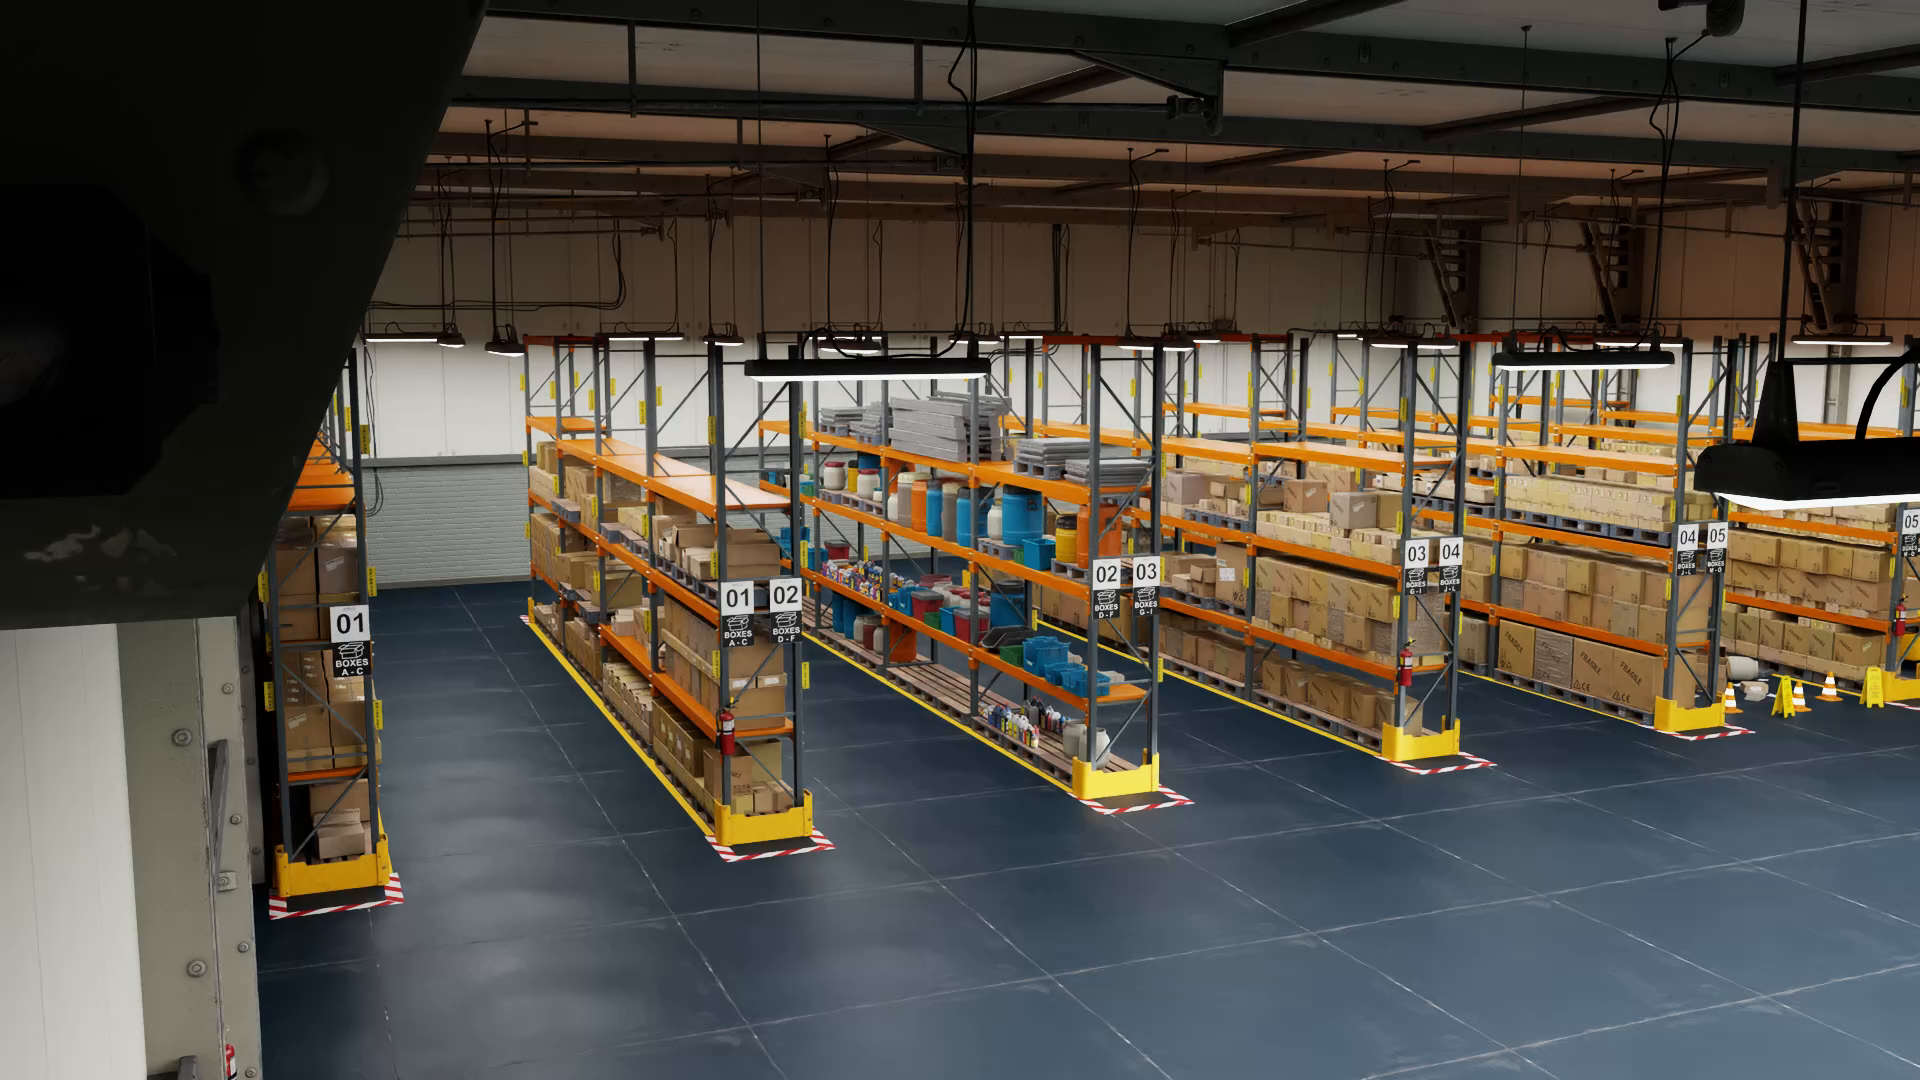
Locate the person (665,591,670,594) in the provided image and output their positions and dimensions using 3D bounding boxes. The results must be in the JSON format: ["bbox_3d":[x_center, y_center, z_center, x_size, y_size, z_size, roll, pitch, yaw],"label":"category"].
[{"bbox_3d":[-5.534,1.206,32.352,0.492,1.676,0.459,3,8,22],"label":"person"}]

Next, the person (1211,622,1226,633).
[{"bbox_3d":[5.114,1.144,32.379,0.581,1.720,1.039,-3,8,-22],"label":"person"}]
